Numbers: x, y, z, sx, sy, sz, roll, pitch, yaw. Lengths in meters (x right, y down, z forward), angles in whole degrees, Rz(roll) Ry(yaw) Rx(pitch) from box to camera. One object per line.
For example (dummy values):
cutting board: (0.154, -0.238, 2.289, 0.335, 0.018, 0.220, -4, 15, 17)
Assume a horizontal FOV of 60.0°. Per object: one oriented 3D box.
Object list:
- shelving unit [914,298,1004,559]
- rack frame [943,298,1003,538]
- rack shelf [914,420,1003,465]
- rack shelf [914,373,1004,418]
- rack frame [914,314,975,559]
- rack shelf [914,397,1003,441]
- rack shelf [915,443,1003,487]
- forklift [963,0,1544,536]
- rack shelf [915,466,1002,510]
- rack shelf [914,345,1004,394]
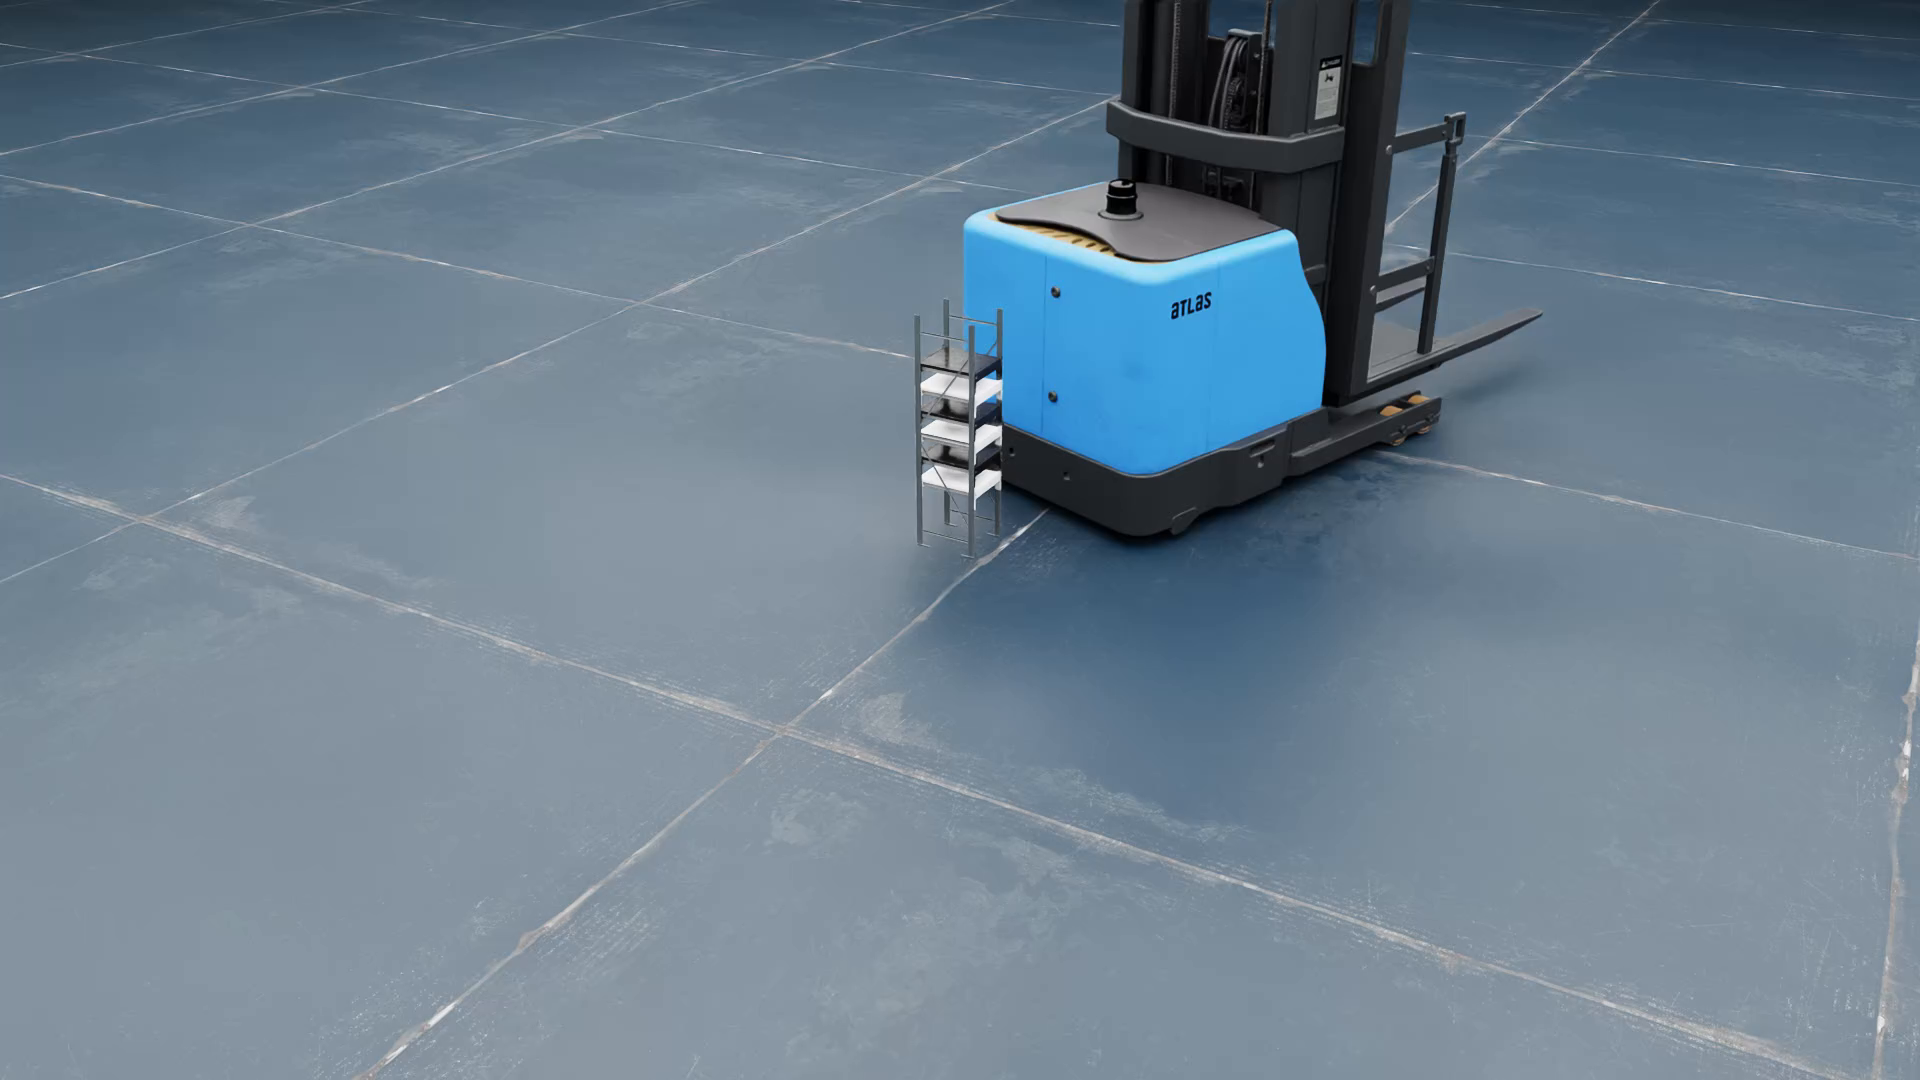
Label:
shelving unit: (-0.004, -0.399, 6.042, 0.258, 0.900, 0.210, 14, 30, 26)
rack frame: (0.046, -0.439, 6.121, 0.240, 0.900, 0.006, 14, 30, 26)
rack shelf: (-0.004, -0.369, 6.057, 0.258, 0.077, 0.200, 14, 30, 26)
rack shelf: (-0.004, -0.530, 5.977, 0.258, 0.077, 0.200, 14, 30, 26)
rack frame: (-0.054, -0.360, 5.963, 0.240, 0.900, 0.006, 14, 30, 26)
rack shelf: (-0.004, -0.450, 6.017, 0.258, 0.077, 0.200, 14, 30, 26)
rack shelf: (-0.004, -0.289, 6.097, 0.258, 0.077, 0.200, 14, 30, 26)
forklift: (1.435, -1.866, 6.704, 3.031, 2.935, 1.130, -22, 34, -36)
rack shelf: (-0.004, -0.208, 6.138, 0.258, 0.077, 0.200, 14, 30, 26)
rack shelf: (-0.004, -0.611, 5.936, 0.258, 0.077, 0.200, 14, 30, 26)
